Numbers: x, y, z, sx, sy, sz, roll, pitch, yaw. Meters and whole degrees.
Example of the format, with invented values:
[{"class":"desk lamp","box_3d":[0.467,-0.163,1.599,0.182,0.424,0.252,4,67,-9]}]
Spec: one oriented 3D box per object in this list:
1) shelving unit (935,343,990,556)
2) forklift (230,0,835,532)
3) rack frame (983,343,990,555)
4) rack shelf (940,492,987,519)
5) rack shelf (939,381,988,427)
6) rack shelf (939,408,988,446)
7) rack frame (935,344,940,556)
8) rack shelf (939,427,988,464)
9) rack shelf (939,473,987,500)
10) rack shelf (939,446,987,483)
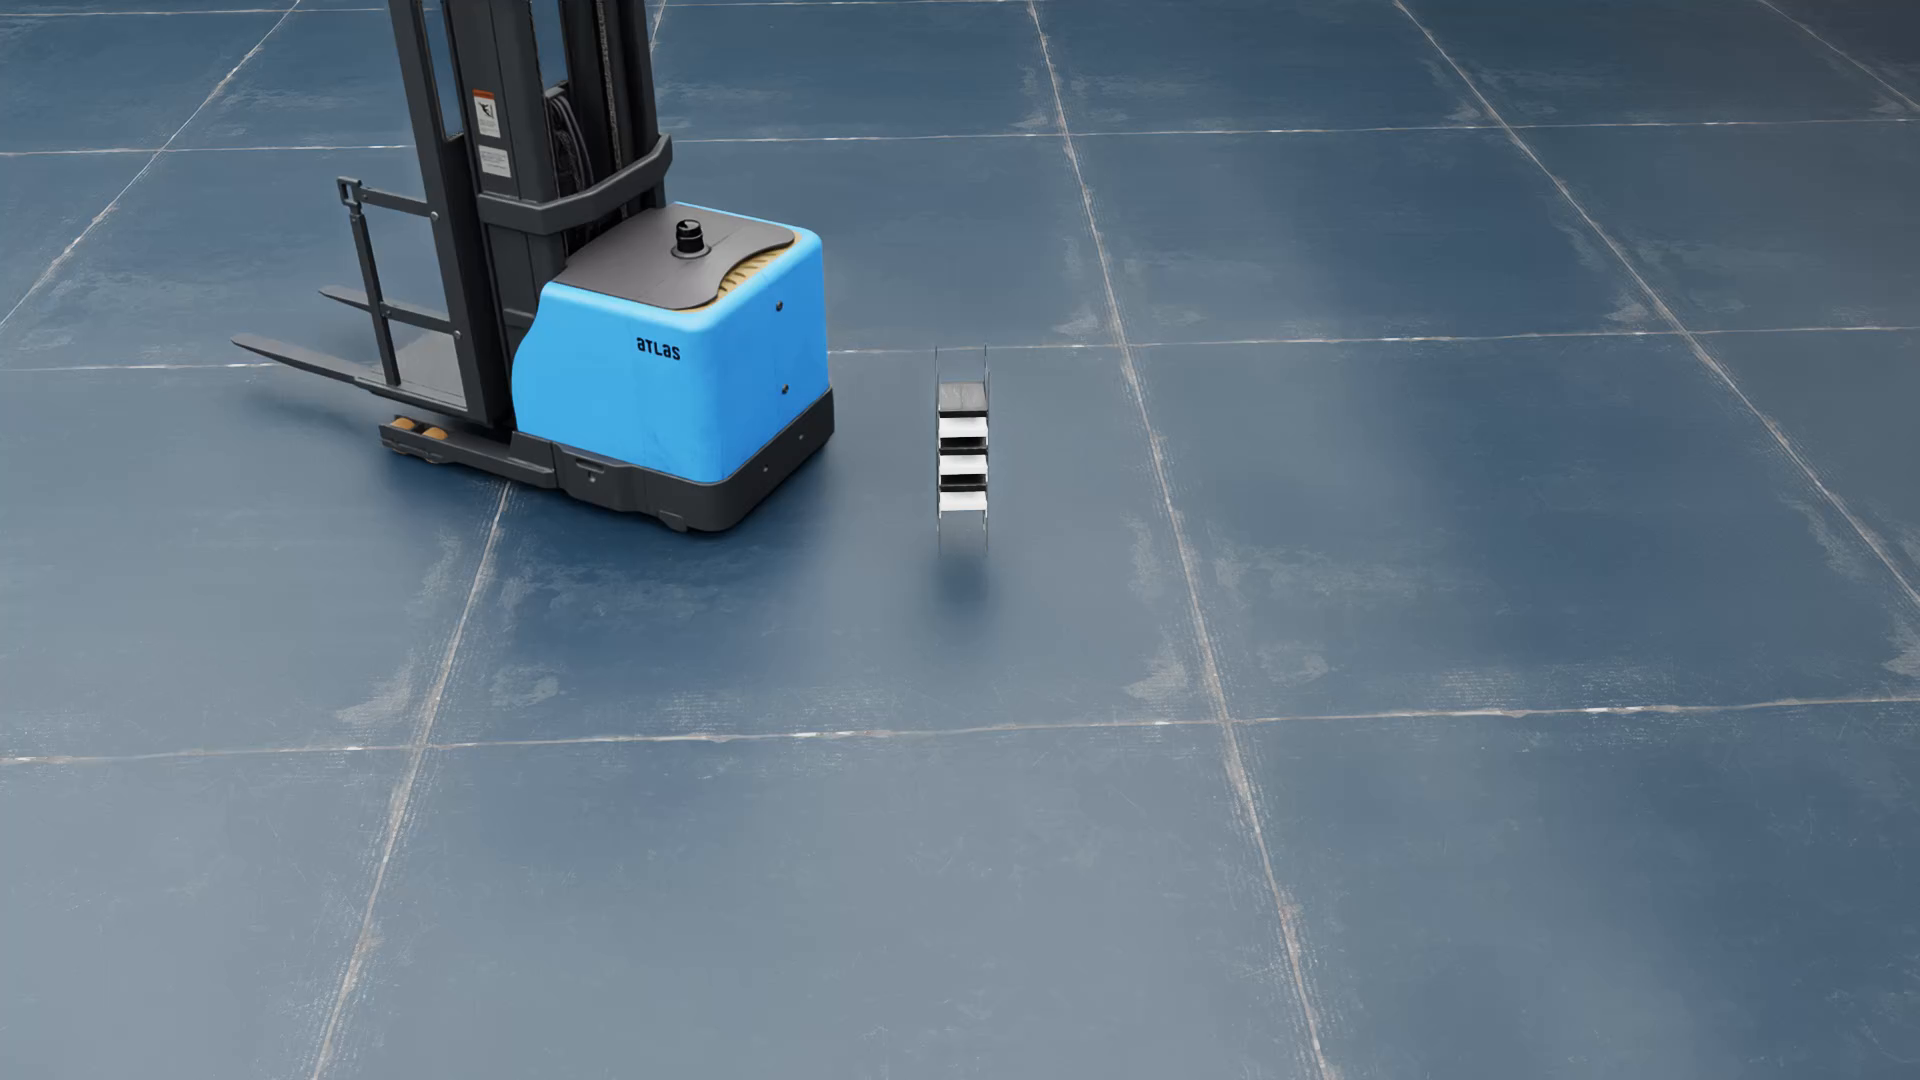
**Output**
[{"class":"shelving unit","box_3d":[0.008,-0.370,6.994,0.210,0.900,0.258,-2,35,-2]},{"class":"forklift","box_3d":[-2.147,-1.812,7.293,3.031,2.935,1.130,16,38,21]},{"class":"rack frame","box_3d":[0.110,-0.373,6.998,0.006,0.900,0.240,-2,35,-2]},{"class":"rack shelf","box_3d":[0.008,-0.195,7.116,0.200,0.077,0.258,-2,35,-2]},{"class":"rack shelf","box_3d":[0.008,-0.565,6.860,0.200,0.077,0.258,-2,35,-2]},{"class":"rack shelf","box_3d":[0.008,-0.491,6.911,0.200,0.077,0.258,-2,35,-2]},{"class":"rack frame","box_3d":[-0.093,-0.367,6.990,0.006,0.900,0.240,-2,35,-2]},{"class":"rack shelf","box_3d":[0.008,-0.417,6.962,0.200,0.077,0.258,-2,35,-2]},{"class":"rack shelf","box_3d":[0.008,-0.269,7.064,0.200,0.077,0.258,-2,35,-2]},{"class":"rack shelf","box_3d":[0.008,-0.343,7.013,0.200,0.077,0.258,-2,35,-2]}]
